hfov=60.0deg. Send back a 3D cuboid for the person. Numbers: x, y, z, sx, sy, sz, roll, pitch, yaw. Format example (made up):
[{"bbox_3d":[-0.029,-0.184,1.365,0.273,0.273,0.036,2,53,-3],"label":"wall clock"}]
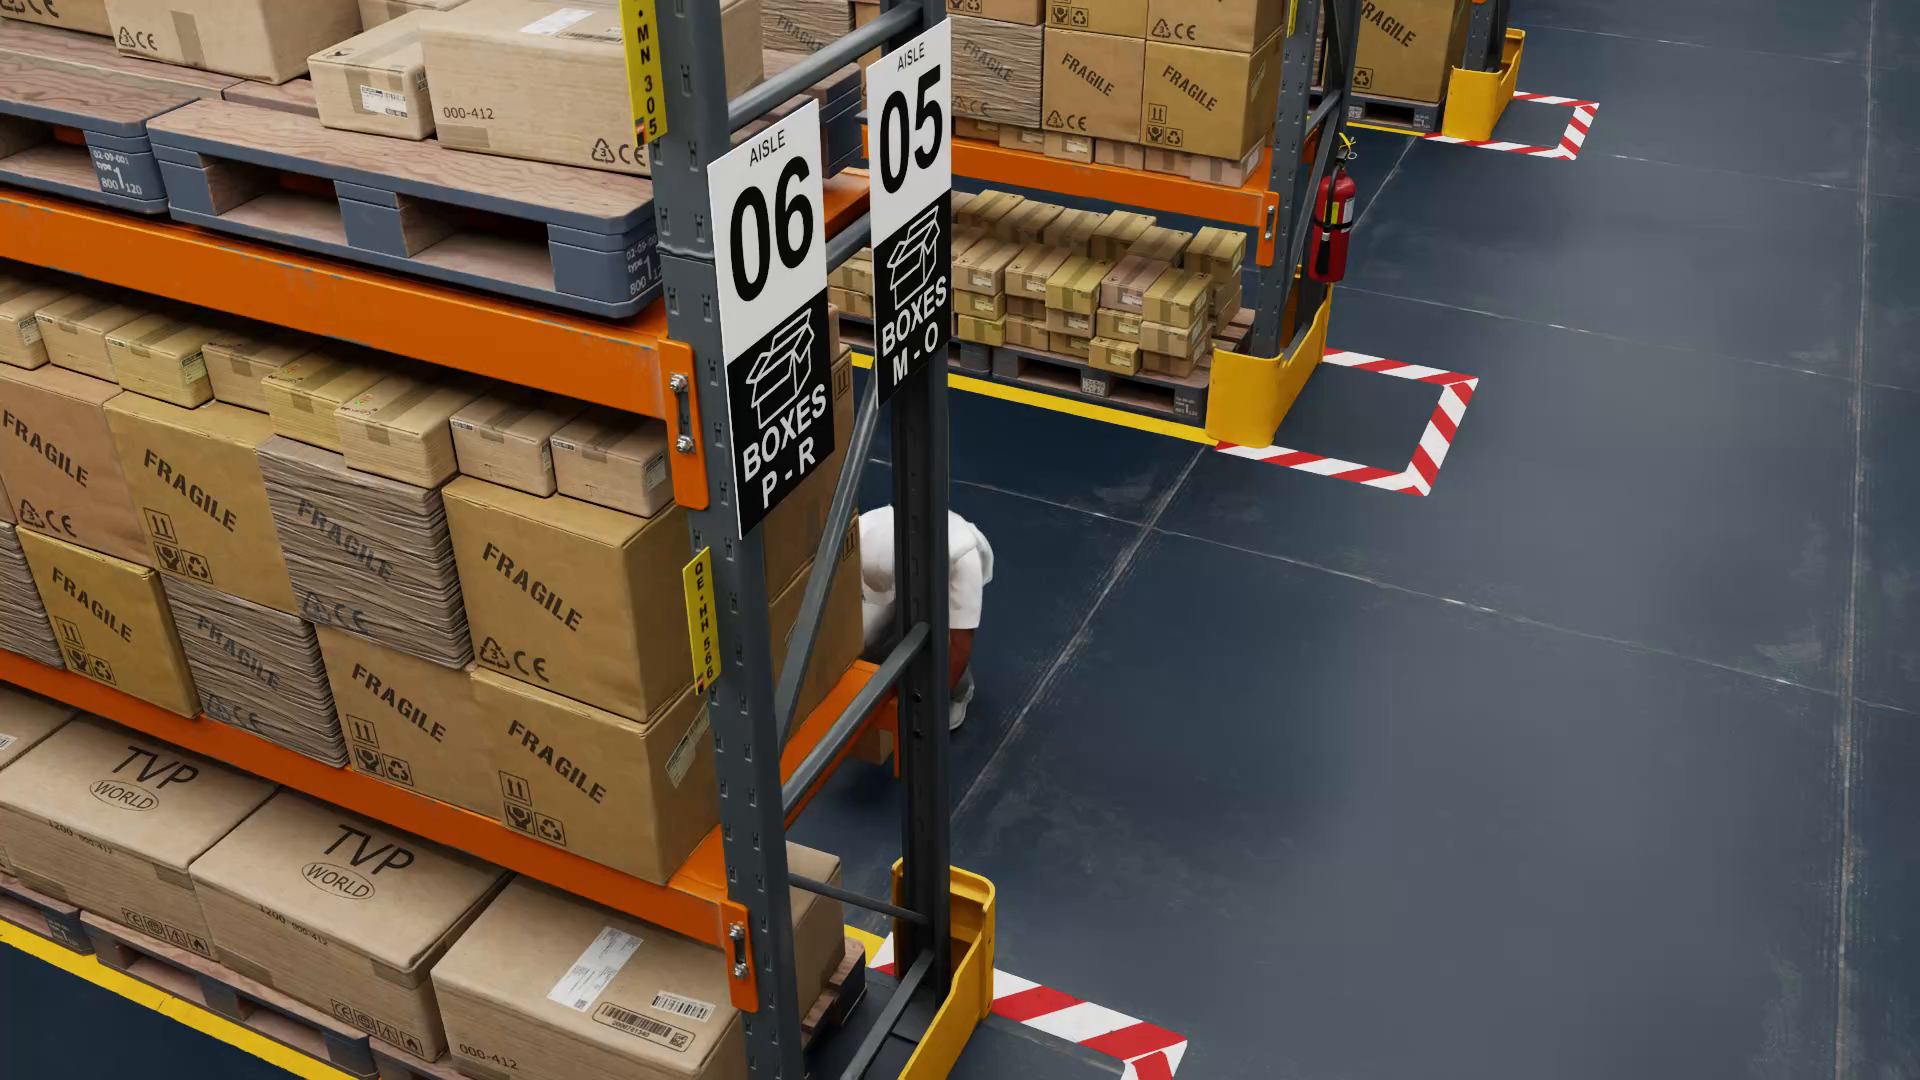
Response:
[{"bbox_3d":[-0.146,0.261,6.322,0.603,1.111,0.860,14,36,20],"label":"person"}]
